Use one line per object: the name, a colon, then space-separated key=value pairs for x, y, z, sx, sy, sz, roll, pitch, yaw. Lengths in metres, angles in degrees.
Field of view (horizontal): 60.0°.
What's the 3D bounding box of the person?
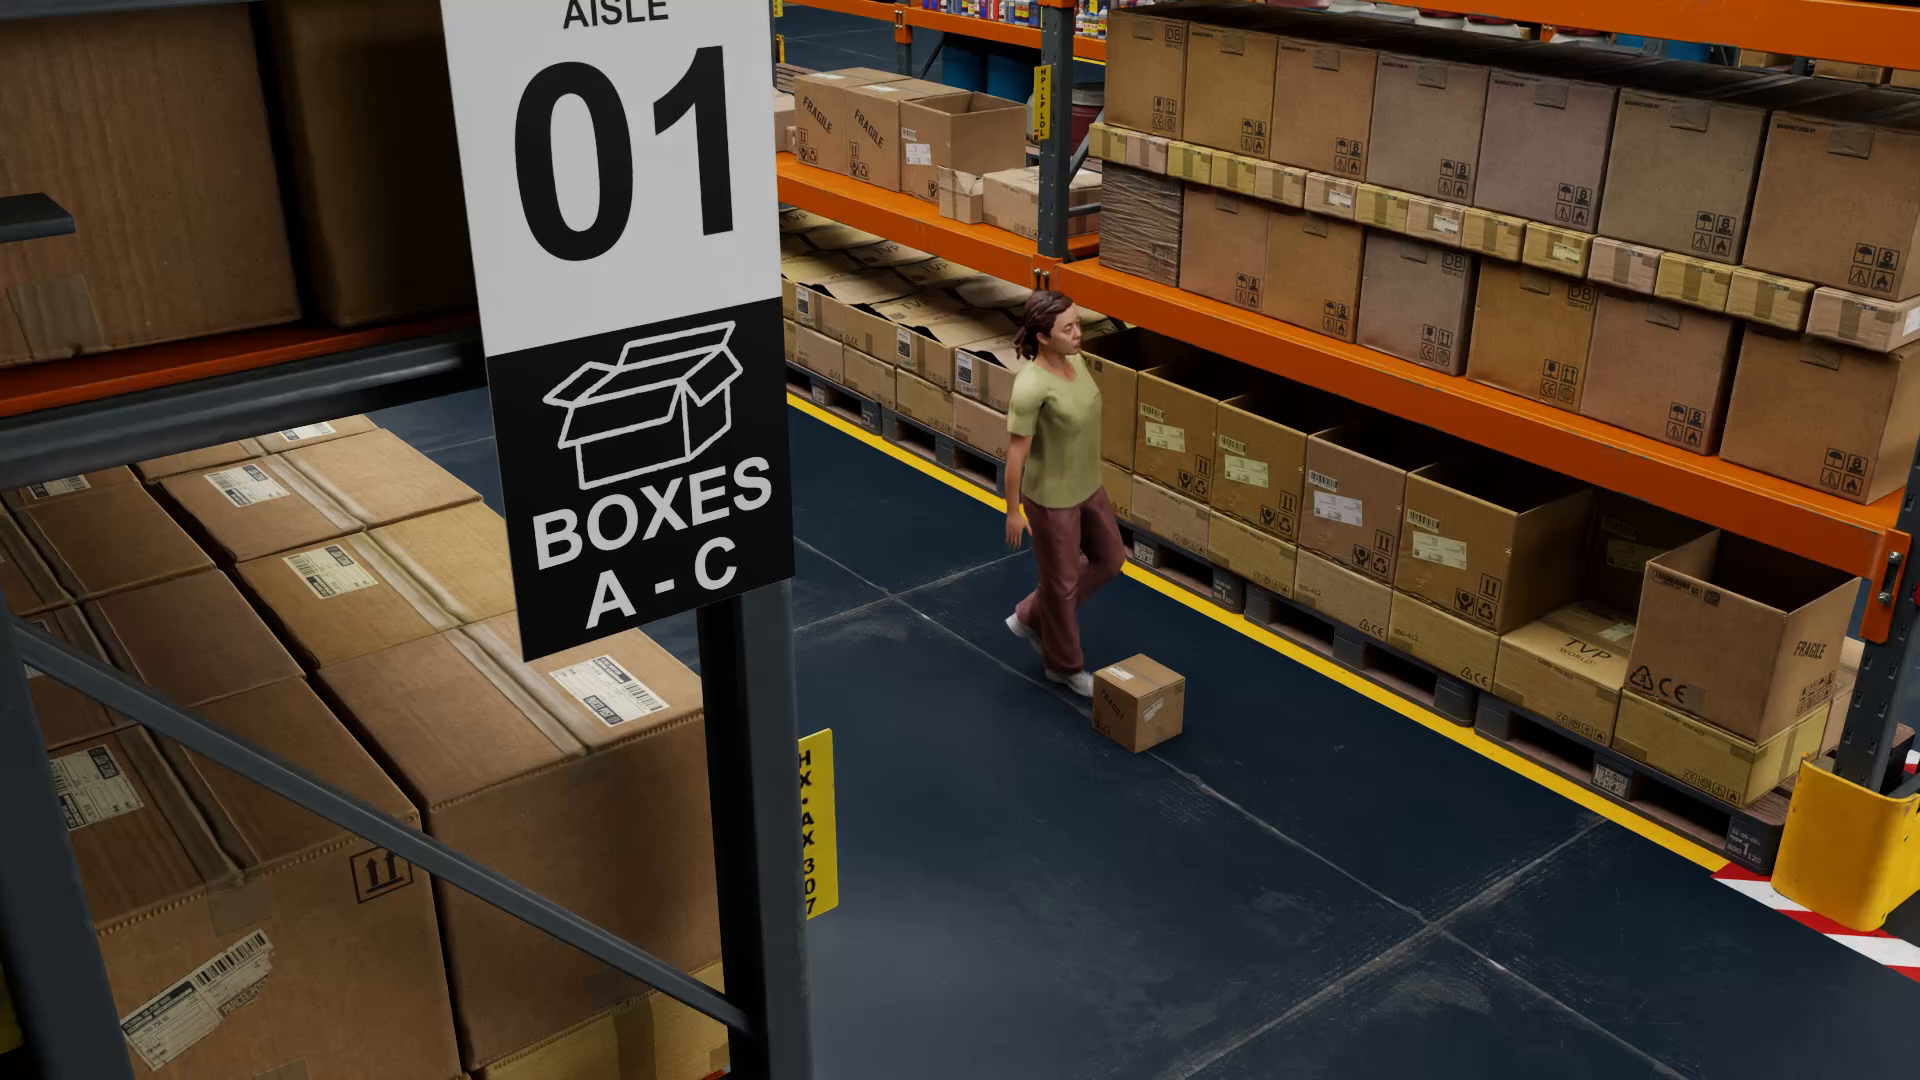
person: x=0.378 y=-0.165 z=6.465 sx=0.489 sy=1.666 sz=0.523 roll=16 pitch=29 yaw=31
